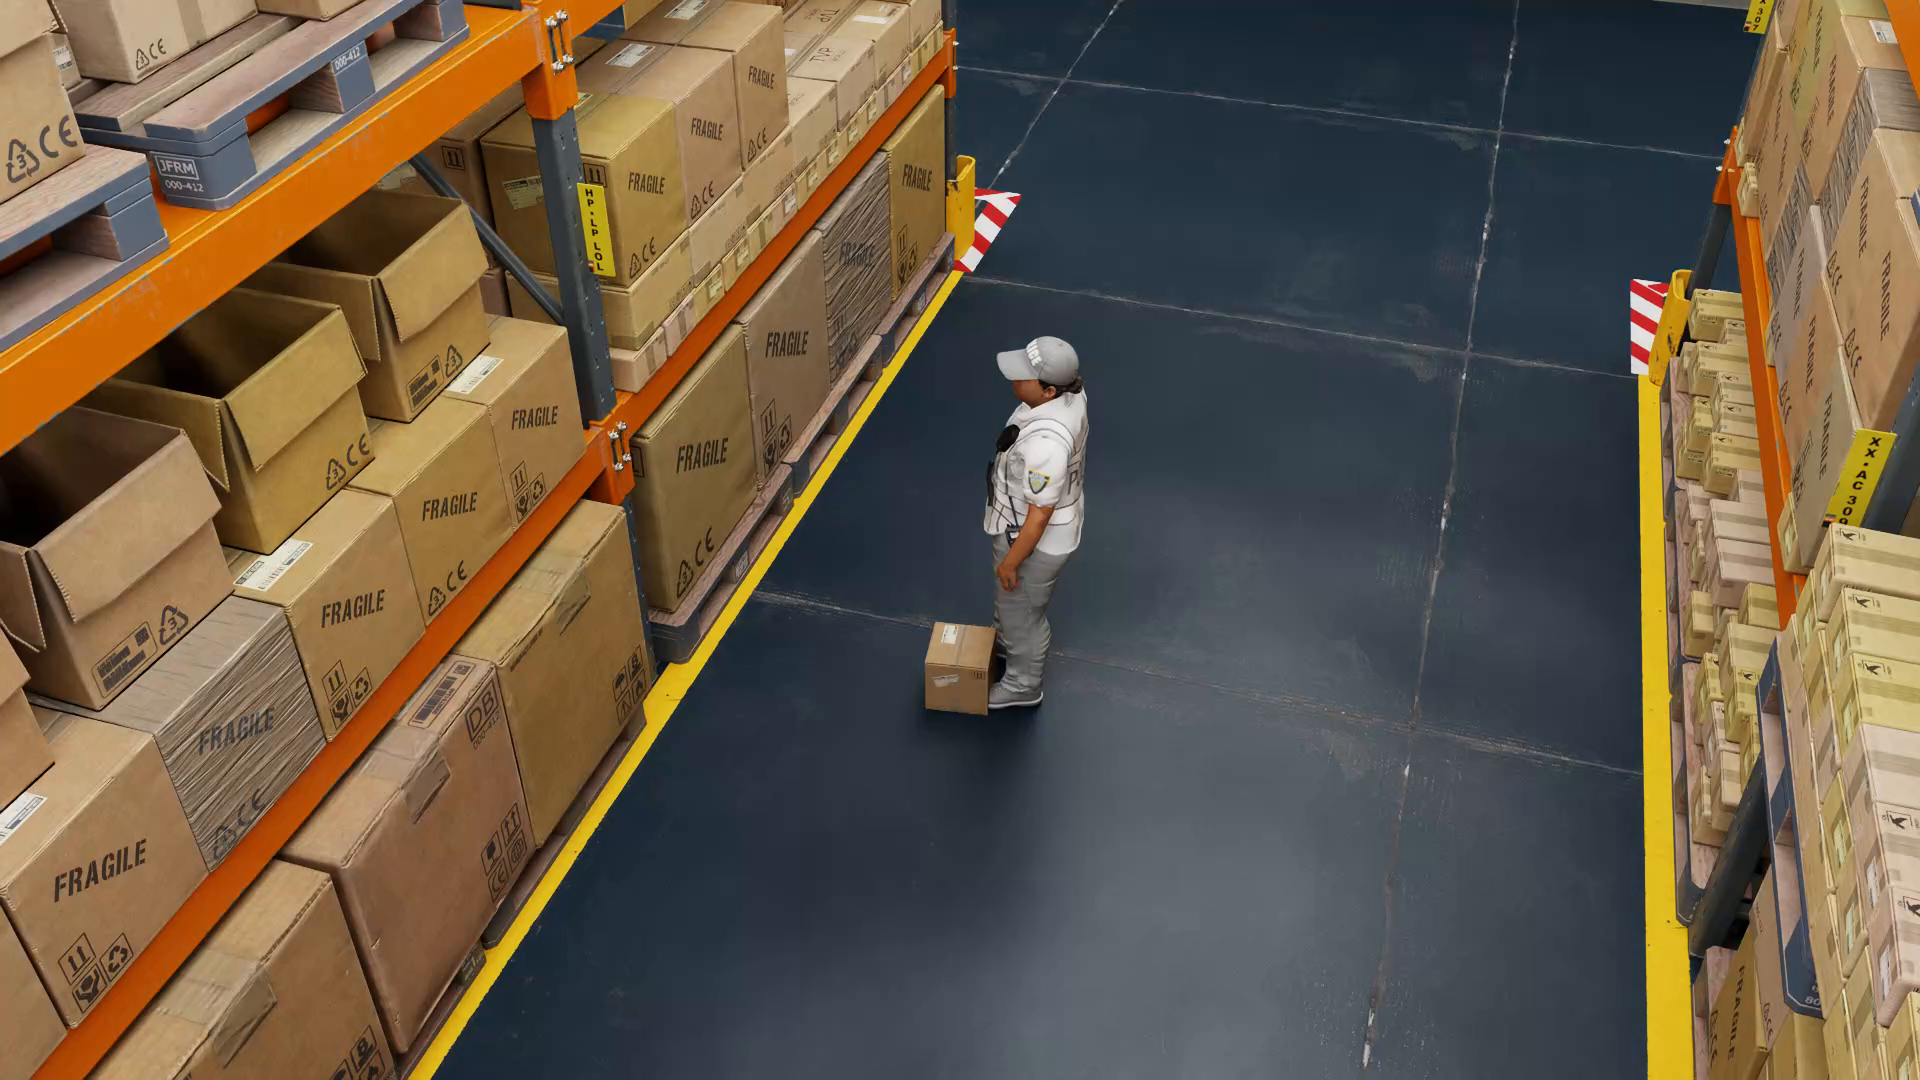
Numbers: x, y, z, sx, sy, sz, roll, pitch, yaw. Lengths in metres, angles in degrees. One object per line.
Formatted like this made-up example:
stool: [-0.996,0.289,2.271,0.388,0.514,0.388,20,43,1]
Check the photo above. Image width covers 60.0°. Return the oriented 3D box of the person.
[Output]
person: [0.197,-0.062,6.211,0.529,1.671,0.599,7,38,9]
